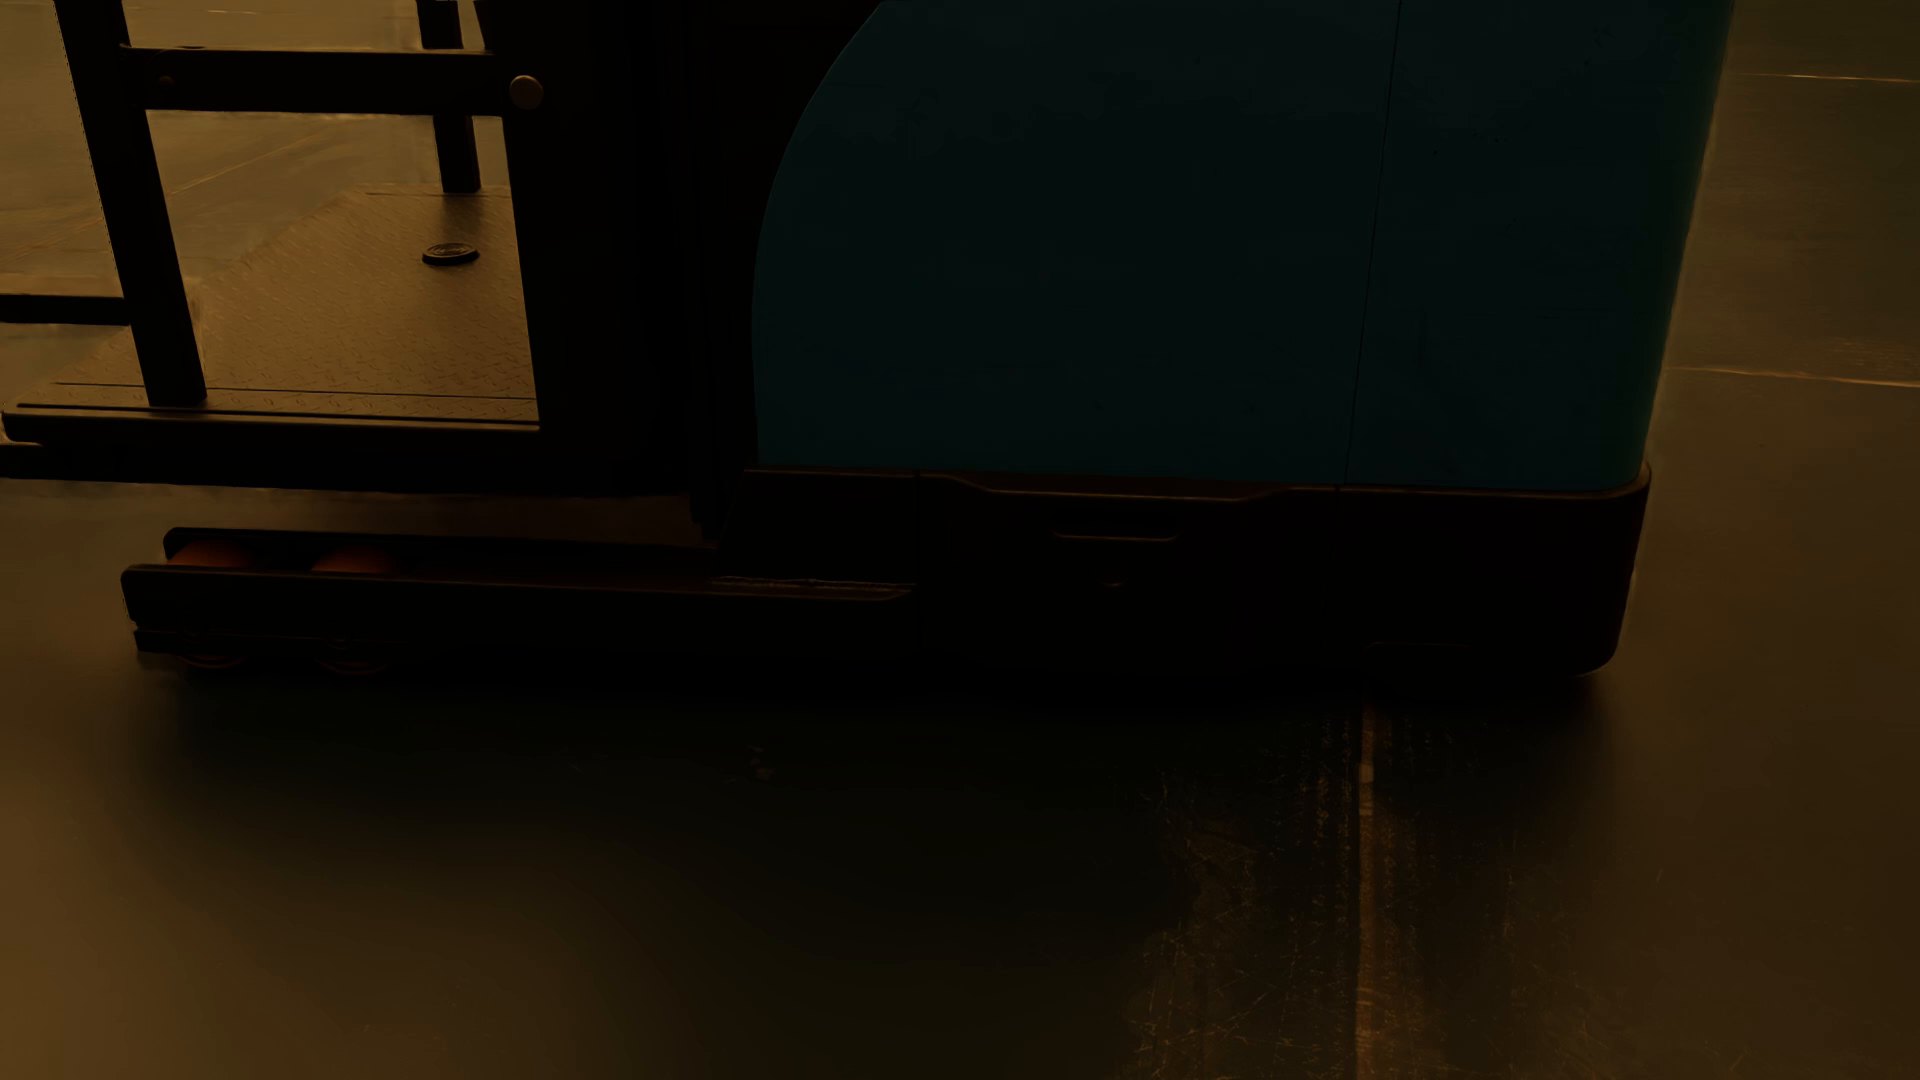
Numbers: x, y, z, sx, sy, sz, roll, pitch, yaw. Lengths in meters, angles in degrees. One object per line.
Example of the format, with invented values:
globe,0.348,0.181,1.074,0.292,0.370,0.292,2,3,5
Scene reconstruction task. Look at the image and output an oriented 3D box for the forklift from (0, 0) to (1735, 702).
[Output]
forklift,-0.649,-1.367,1.957,3.031,2.935,1.130,2,27,4
